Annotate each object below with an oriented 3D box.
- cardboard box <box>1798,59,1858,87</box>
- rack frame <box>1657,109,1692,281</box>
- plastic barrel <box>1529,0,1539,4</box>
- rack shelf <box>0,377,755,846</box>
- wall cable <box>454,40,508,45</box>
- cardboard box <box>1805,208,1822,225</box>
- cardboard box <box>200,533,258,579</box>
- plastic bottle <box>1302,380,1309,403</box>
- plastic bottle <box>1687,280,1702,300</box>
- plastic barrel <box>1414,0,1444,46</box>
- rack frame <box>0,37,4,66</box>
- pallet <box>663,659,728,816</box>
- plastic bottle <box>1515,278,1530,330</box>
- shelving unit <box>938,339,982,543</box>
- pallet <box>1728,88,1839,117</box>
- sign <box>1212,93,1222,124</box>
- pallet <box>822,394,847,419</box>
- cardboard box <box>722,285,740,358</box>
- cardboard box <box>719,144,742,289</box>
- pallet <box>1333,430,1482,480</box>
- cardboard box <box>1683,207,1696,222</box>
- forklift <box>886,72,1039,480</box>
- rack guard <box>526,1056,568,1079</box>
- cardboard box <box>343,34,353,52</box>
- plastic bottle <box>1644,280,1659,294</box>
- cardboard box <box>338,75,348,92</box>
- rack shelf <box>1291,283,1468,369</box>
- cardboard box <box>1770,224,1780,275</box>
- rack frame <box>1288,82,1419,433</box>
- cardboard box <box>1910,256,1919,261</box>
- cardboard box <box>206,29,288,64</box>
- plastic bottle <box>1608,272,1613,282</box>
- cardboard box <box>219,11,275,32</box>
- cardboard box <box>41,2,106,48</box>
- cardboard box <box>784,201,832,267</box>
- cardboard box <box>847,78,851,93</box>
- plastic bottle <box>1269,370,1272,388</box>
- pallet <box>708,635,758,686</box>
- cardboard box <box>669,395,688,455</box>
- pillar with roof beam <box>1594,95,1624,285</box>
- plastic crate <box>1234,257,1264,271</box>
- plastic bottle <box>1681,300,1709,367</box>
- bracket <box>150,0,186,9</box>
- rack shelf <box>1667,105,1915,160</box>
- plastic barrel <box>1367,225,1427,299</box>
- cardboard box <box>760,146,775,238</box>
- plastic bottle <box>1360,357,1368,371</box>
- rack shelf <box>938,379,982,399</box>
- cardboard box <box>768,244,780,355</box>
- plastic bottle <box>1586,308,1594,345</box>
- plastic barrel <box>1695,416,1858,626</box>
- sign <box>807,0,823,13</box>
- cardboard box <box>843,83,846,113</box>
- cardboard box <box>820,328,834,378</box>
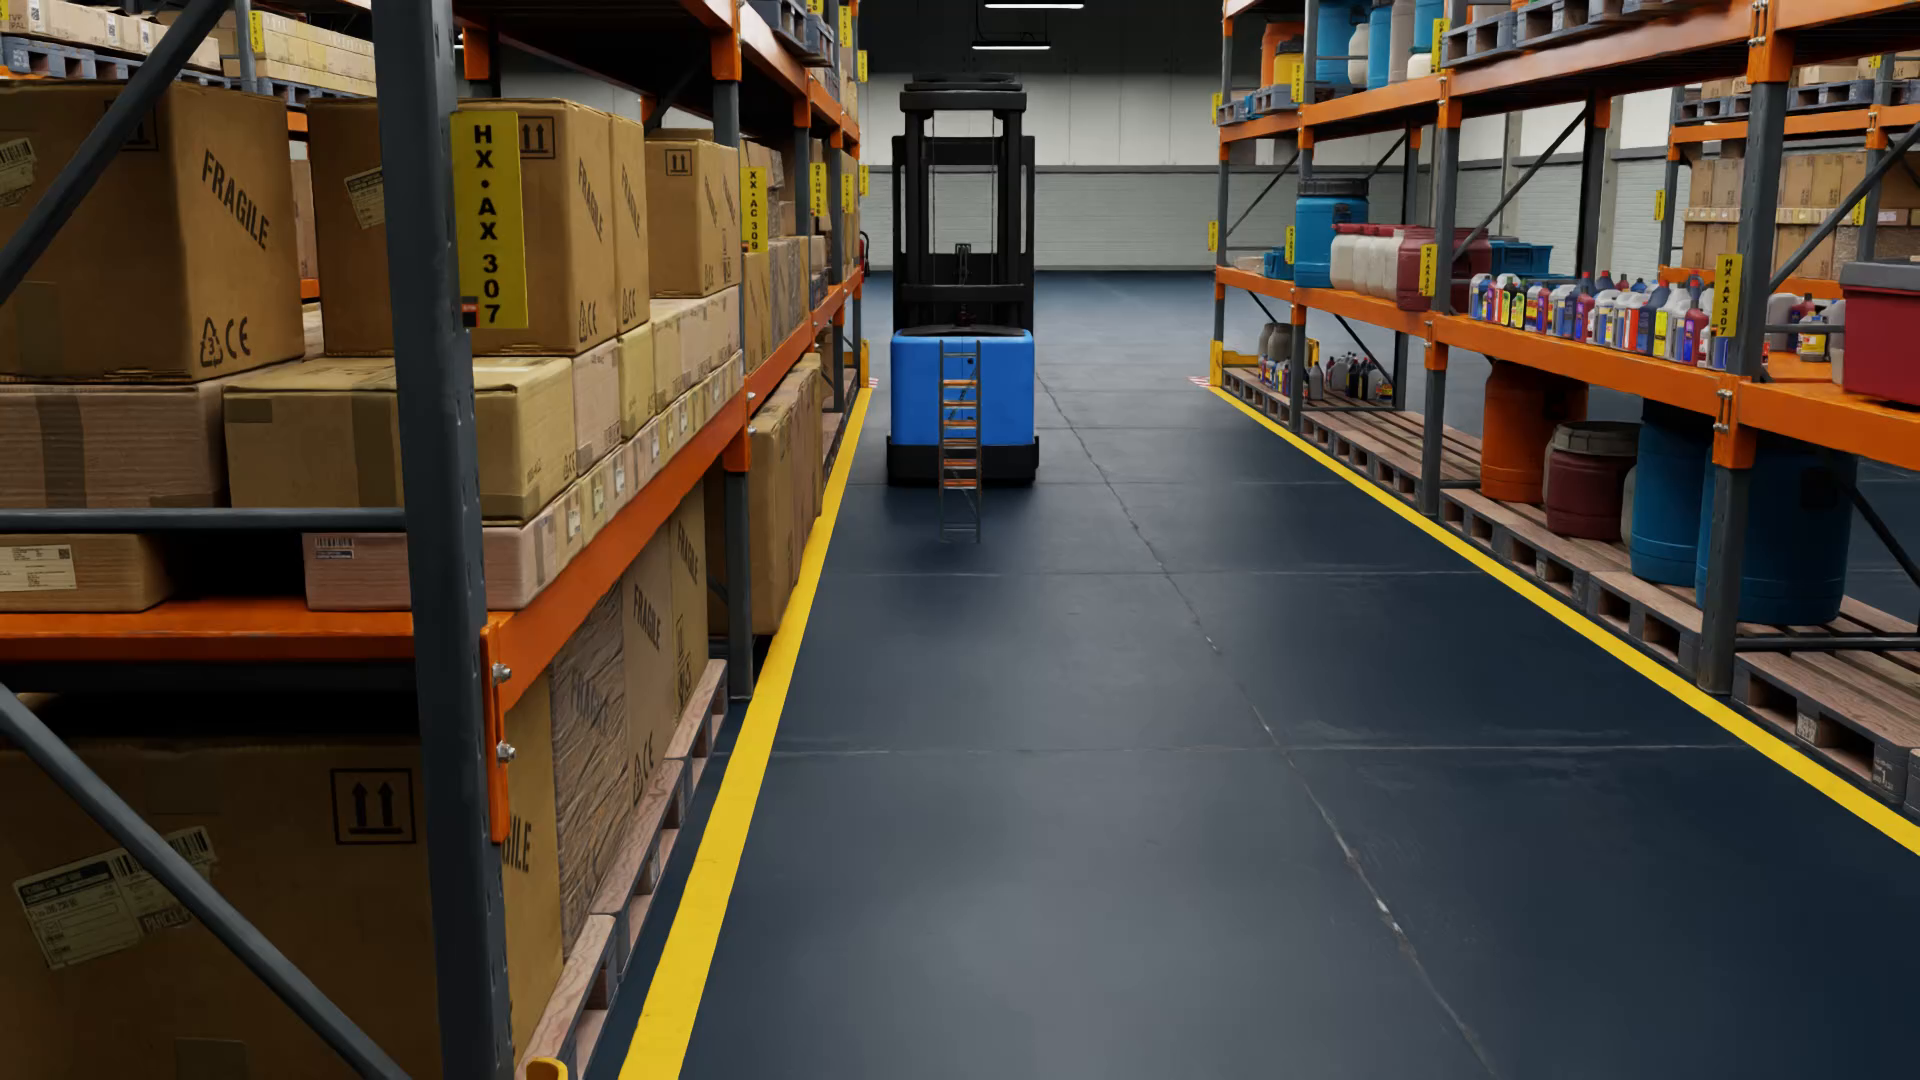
[{"bbox_3d":[8.475,-4.571,15.834,0.797,0.503,0.637,1,12,5],"label":"cardboard box"},{"bbox_3d":[8.301,-3.243,18.501,1.000,3.000,0.127,0,11,-1],"label":"rack frame"},{"bbox_3d":[3.306,-3.022,9.198,0.294,0.245,0.294,0,11,0],"label":"plastic barrel"},{"bbox_3d":[-1.314,-0.068,4.658,1.077,0.370,4.000,0,11,-1],"label":"rack shelf"},{"bbox_3d":[-14.015,-13.458,48.872,3.097,2.526,0.112,0,11,-1],"label":"wall cable"},{"bbox_3d":[8.146,-3.022,15.526,0.380,0.149,0.250,0,11,-1],"label":"cardboard box"},{"bbox_3d":[-1.617,-0.021,3.249,0.380,0.149,0.250,0,11,-1],"label":"cardboard box"},{"bbox_3d":[3.112,-1.344,15.069,0.097,0.201,0.097,0,11,0],"label":"plastic bottle"},{"bbox_3d":[3.390,-1.033,7.729,0.144,0.351,0.185,0,11,-1],"label":"plastic bottle"},{"bbox_3d":[3.685,-3.784,12.361,0.600,0.901,0.708,0,11,-1],"label":"plastic barrel"},{"bbox_3d":[-6.399,-1.613,10.464,1.000,3.000,0.127,0,11,-1],"label":"rack frame"},{"bbox_3d":[-1.418,0.700,6.077,1.003,0.211,1.213,0,11,-1],"label":"pallet"},{"bbox_3d":[3.171,-1.324,9.335,0.061,0.283,0.133,0,11,-1],"label":"plastic bottle"},{"bbox_3d":[0.000,-0.591,9.954,0.258,1.200,0.189,0,11,-1],"label":"shelving unit"},{"bbox_3d":[8.317,-4.286,16.320,1.003,0.211,1.213,0,11,-1],"label":"pallet"},{"bbox_3d":[2.798,-4.697,18.098,0.100,0.325,0.005,0,11,-1],"label":"sign"},{"bbox_3d":[-1.570,-1.175,15.319,1.003,0.211,1.213,0,11,-1],"label":"pallet"},{"bbox_3d":[-1.084,-0.803,6.104,0.500,0.250,0.500,0,11,-2],"label":"cardboard box"},{"bbox_3d":[-1.079,-1.167,6.012,0.500,0.500,0.500,0,11,0],"label":"cardboard box"},{"bbox_3d":[3.514,-0.663,12.795,1.003,0.211,1.213,0,11,-1],"label":"pallet"},{"bbox_3d":[8.093,-3.531,18.038,0.380,0.149,0.250,0,11,-2],"label":"cardboard box"},{"bbox_3d":[0.029,-2.107,13.074,1.130,2.935,3.031,0,11,0],"label":"forklift"},{"bbox_3d":[-1.273,1.207,2.852,1.175,0.500,0.348,0,11,-1],"label":"rack guard"},{"bbox_3d":[-6.193,-4.877,16.329,0.380,0.149,0.250,0,11,-2],"label":"cardboard box"},{"bbox_3d":[3.945,-1.345,9.470,0.097,0.271,0.097,0,11,0],"label":"plastic bottle"},{"bbox_3d":[-6.188,-4.437,16.164,0.380,0.149,0.250,0,11,0],"label":"cardboard box"},{"bbox_3d":[3.472,-1.678,12.597,1.077,0.370,4.000,0,11,-1],"label":"rack shelf"},{"bbox_3d":[8.332,-2.892,16.517,0.700,0.500,0.500,0,11,1],"label":"cardboard box"},{"bbox_3d":[3.431,-2.428,14.485,1.000,3.000,0.127,0,11,-1],"label":"rack frame"},{"bbox_3d":[8.437,-2.277,14.115,0.500,0.250,0.500,0,11,2],"label":"cardboard box"},{"bbox_3d":[-6.212,-4.303,14.504,0.500,0.250,0.500,0,11,-1],"label":"cardboard box"},{"bbox_3d":[3.948,-1.498,10.190,0.061,0.283,0.133,0,11,-1],"label":"plastic bottle"},{"bbox_3d":[-6.150,-4.474,14.343,0.380,0.149,0.250,0,11,-1],"label":"cardboard box"},{"bbox_3d":[-6.205,-3.508,11.334,0.500,0.250,0.500,0,11,0],"label":"cardboard box"},{"bbox_3d":[-1.393,-2.320,12.636,0.797,0.503,0.637,1,12,5],"label":"cardboard box"},{"bbox_3d":[-1.266,-4.483,16.440,0.380,0.149,0.250,-1,11,-4],"label":"cardboard box"},{"bbox_3d":[3.085,-1.598,16.325,0.097,0.201,0.097,0,11,0],"label":"plastic bottle"},{"bbox_3d":[-1.447,0.396,7.578,1.003,0.211,1.213,0,11,-1],"label":"pallet"},{"bbox_3d":[-0.991,-0.329,4.770,0.380,0.149,0.250,0,11,0],"label":"cardboard box"},{"bbox_3d":[9.456,-9.629,34.890,9.100,9.000,0.548,0,11,-1],"label":"pillar with roof beam"},{"bbox_3d":[3.045,-2.915,17.547,0.298,0.136,0.250,0,11,-1],"label":"plastic crate"},{"bbox_3d":[3.214,-0.904,7.264,0.061,0.283,0.133,0,11,-1],"label":"plastic bottle"},{"bbox_3d":[-17.440,-11.881,36.936,0.076,0.066,4.783,0,11,-1],"label":"bracket"},{"bbox_3d":[8.342,-3.963,16.315,1.077,0.370,4.000,0,11,-1],"label":"rack shelf"},{"bbox_3d":[3.255,-2.072,12.387,0.433,0.535,0.433,0,11,0],"label":"plastic barrel"},{"bbox_3d":[-1.429,-1.879,9.001,0.797,0.503,0.637,0,11,0],"label":"cardboard box"},{"bbox_3d":[3.825,-1.546,15.689,0.144,0.351,0.185,-1,11,-4],"label":"plastic bottle"},{"bbox_3d":[0.000,-0.900,9.891,0.258,0.103,0.180,0,11,-1],"label":"rack shelf"},{"bbox_3d":[-1.136,-1.159,7.975,0.500,0.500,0.500,0,11,-2],"label":"cardboard box"},{"bbox_3d":[3.210,-1.087,8.370,0.097,0.201,0.097,0,11,0],"label":"plastic bottle"},{"bbox_3d":[3.602,-0.124,7.347,0.600,0.901,0.708,0,11,-1],"label":"plastic barrel"},{"bbox_3d":[-0.883,-3.376,10.111,0.100,0.325,0.005,0,11,-1],"label":"sign"},{"bbox_3d":[-1.290,-4.000,15.066,0.500,0.250,0.500,0,11,-2],"label":"cardboard box"},{"bbox_3d":[-1.561,-1.941,17.314,0.500,0.500,0.500,3,12,14],"label":"cardboard box"}]
